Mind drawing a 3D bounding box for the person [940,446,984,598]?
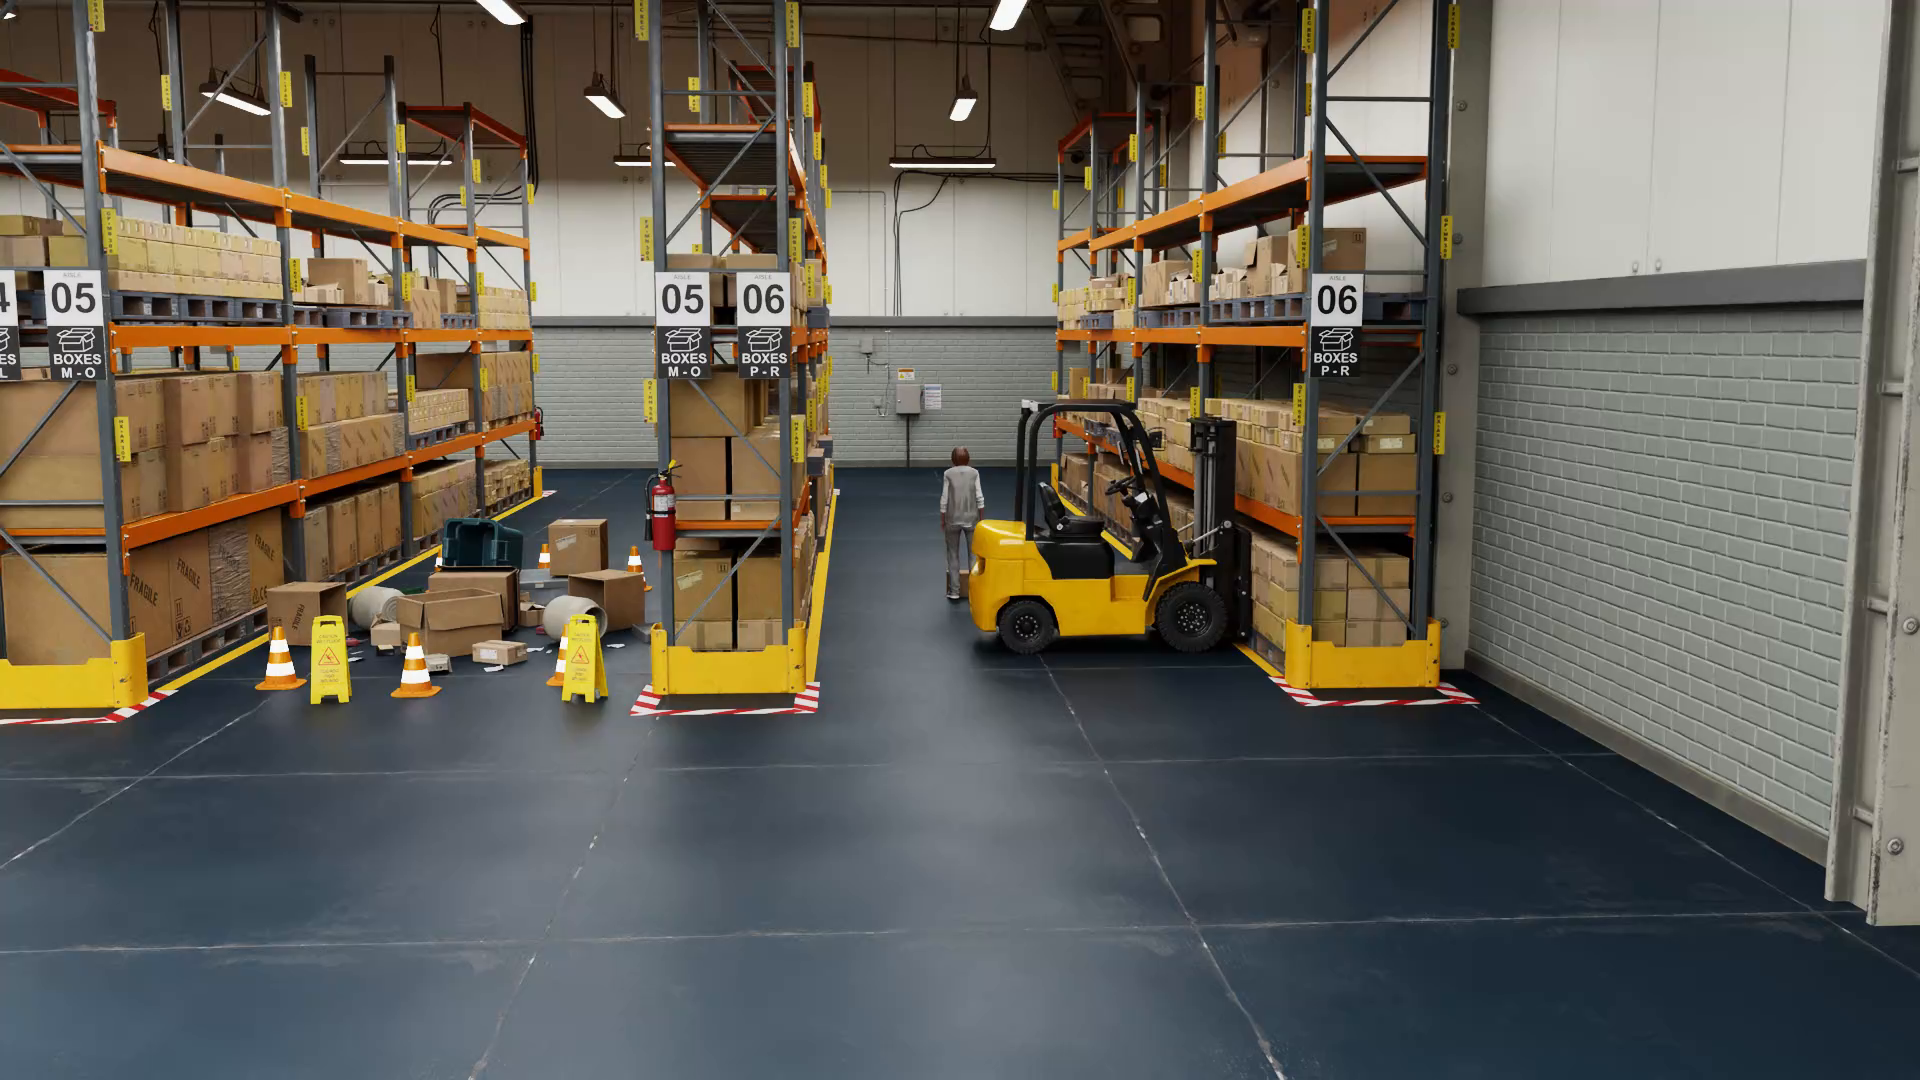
[{"bbox_3d":[0.021,-0.178,17.241,0.459,1.591,0.370,0,7,-4],"label":"person"}]
